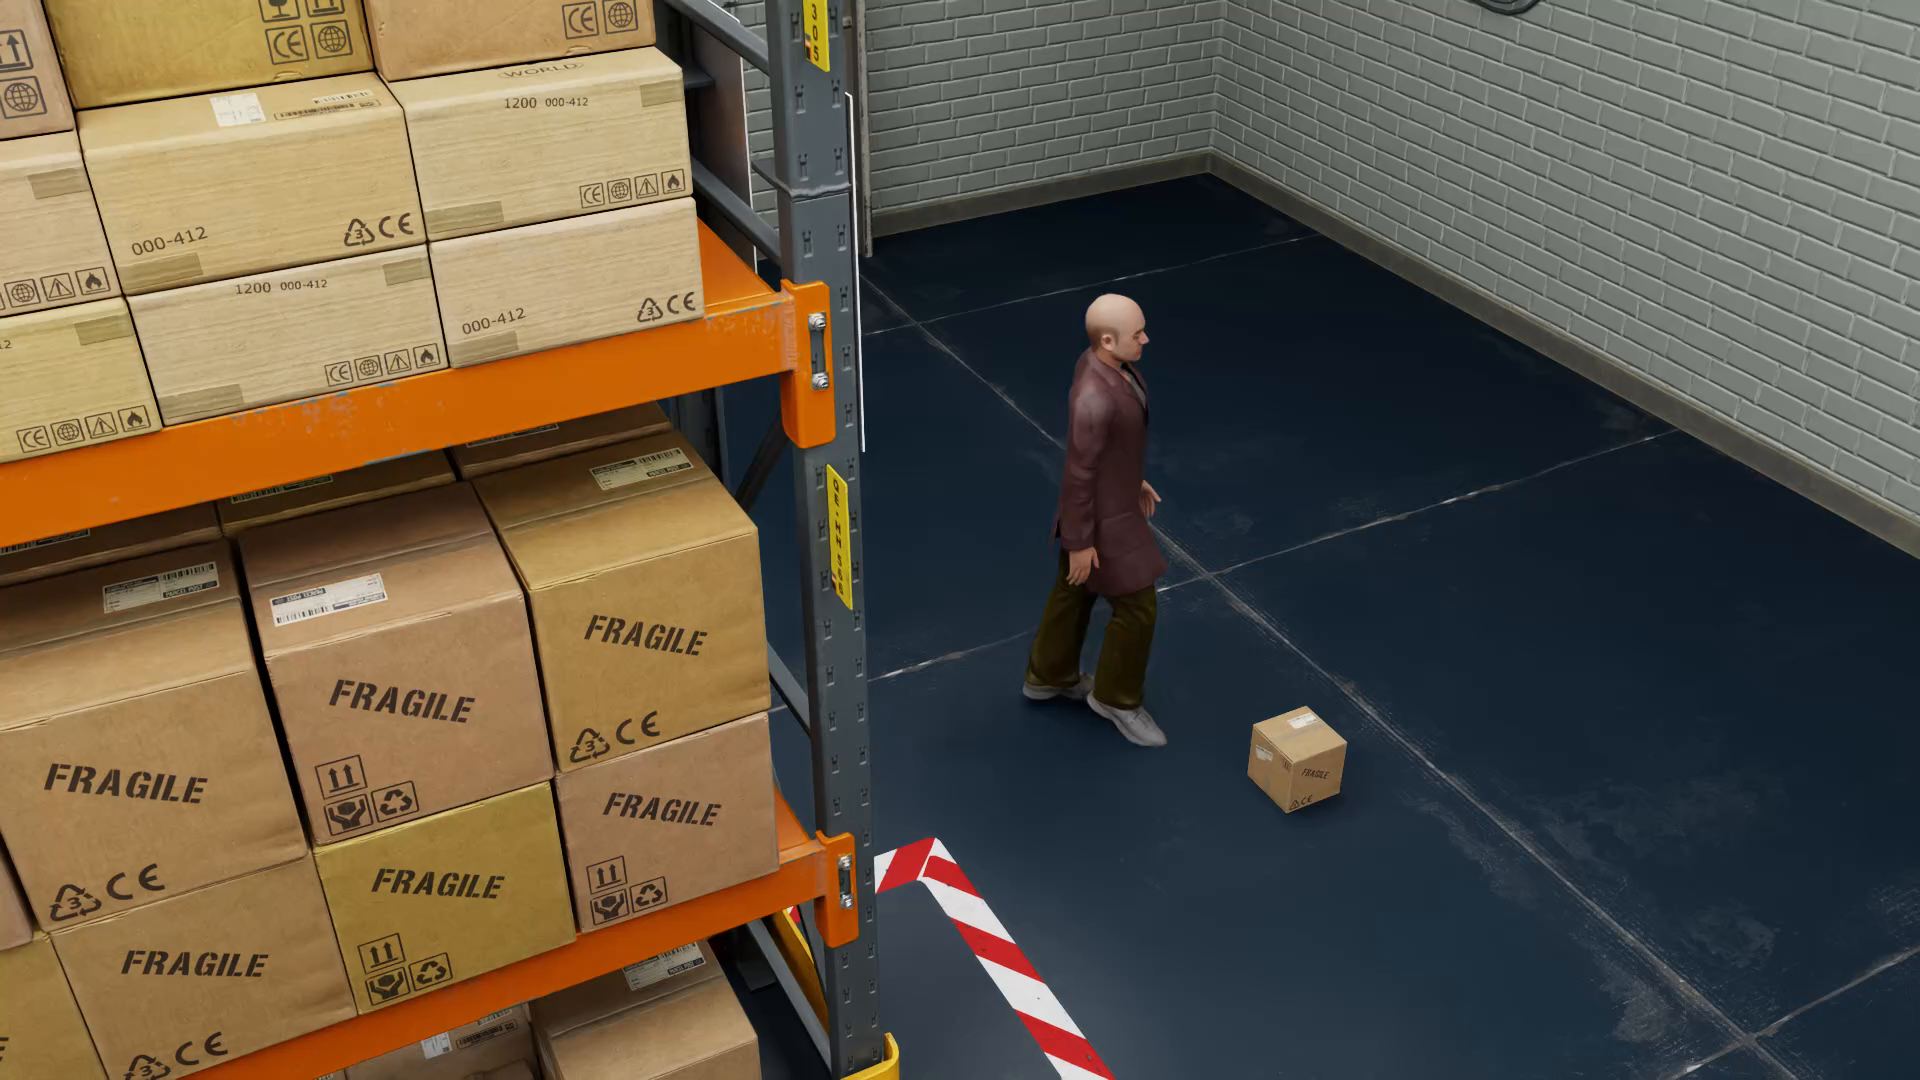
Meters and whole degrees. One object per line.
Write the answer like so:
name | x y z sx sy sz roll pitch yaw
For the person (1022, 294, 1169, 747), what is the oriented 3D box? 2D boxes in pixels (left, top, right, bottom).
person | 0.538 -0.075 6.274 0.575 1.830 0.616 1 33 2
